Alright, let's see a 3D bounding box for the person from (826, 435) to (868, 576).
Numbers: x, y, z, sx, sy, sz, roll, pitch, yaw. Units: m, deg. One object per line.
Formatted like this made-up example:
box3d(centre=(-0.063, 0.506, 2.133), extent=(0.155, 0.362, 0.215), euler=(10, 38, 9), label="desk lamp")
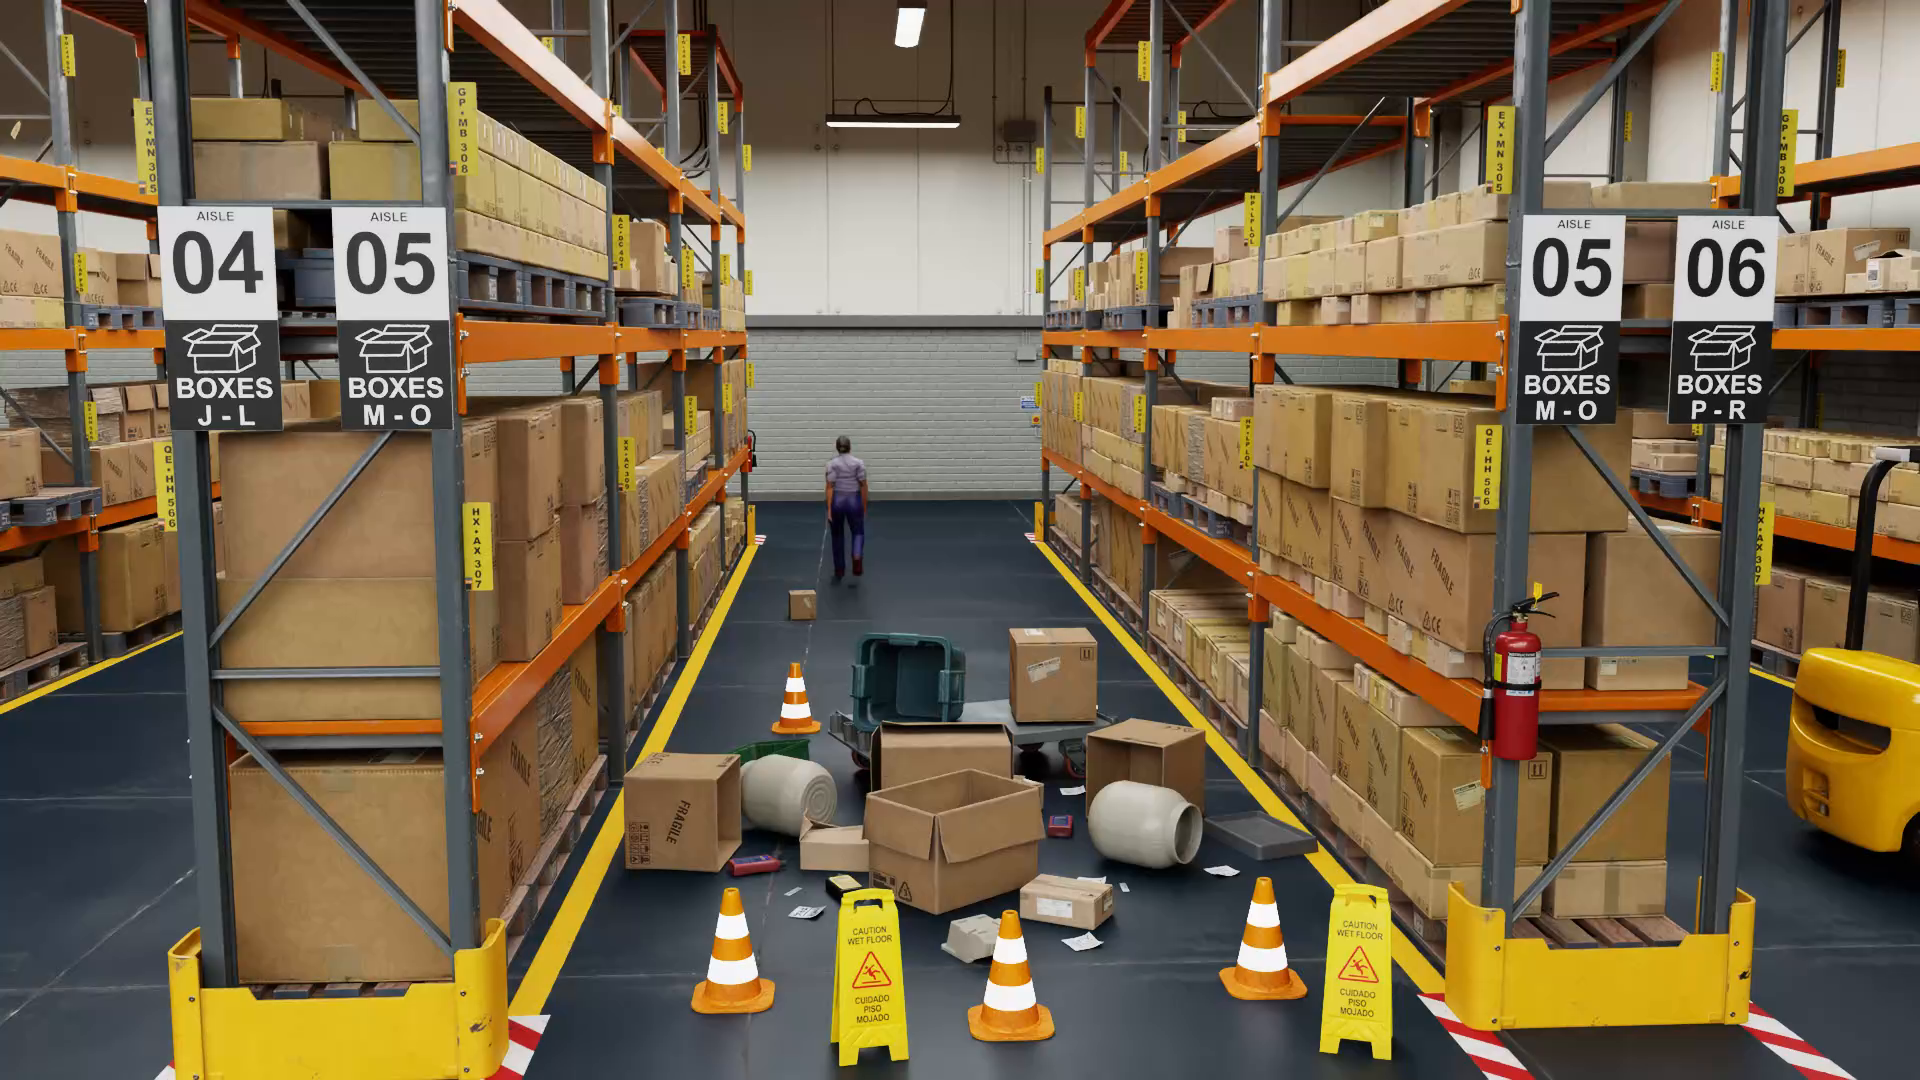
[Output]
box3d(centre=(-1.283, -0.377, 18.841), extent=(0.473, 1.615, 0.800), euler=(0, 7, -4), label="person")
